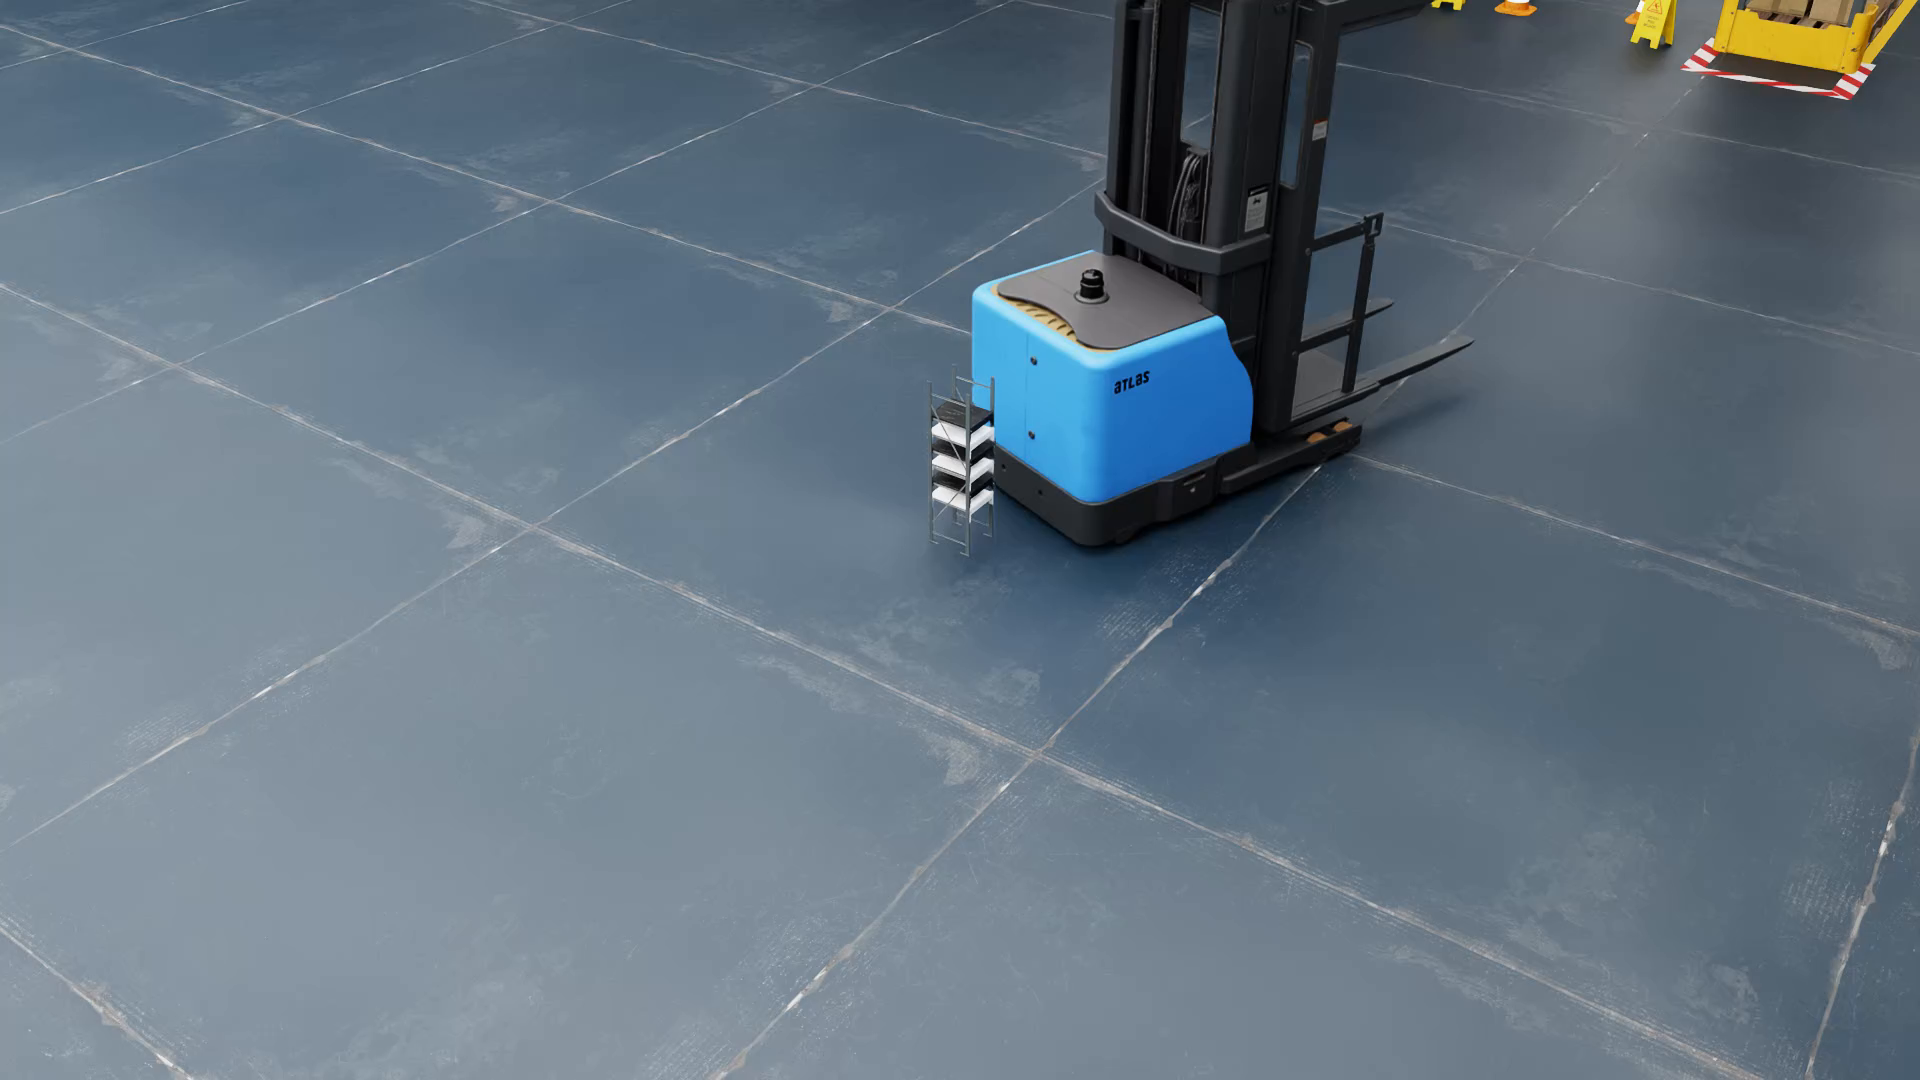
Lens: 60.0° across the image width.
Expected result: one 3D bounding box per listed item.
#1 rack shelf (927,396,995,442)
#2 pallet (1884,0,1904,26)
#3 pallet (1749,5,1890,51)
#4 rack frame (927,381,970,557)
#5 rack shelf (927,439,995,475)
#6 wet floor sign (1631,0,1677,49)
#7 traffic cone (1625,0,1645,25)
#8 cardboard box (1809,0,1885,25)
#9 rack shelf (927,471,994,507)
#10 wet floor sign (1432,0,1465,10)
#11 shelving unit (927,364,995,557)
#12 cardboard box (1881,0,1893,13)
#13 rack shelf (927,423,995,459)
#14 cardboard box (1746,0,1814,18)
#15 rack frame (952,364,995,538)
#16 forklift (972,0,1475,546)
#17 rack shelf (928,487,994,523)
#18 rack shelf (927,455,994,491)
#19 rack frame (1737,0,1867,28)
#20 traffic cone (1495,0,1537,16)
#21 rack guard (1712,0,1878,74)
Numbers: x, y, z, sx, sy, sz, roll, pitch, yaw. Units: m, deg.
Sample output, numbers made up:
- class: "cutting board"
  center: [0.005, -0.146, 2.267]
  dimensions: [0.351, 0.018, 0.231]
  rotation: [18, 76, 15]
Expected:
- class: "rack shelf"
  center: [0.005, -0.573, 7.871]
  dimensions: [0.258, 0.077, 0.200]
  rotation: [21, 39, 28]
- class: "pallet"
  center: [8.367, -5.210, 15.766]
  dimensions: [1.003, 0.211, 1.213]
  rotation: [21, 39, 28]
- class: "pallet"
  center: [7.671, -4.651, 14.939]
  dimensions: [1.003, 0.211, 1.213]
  rotation: [21, 39, 28]
- class: "rack frame"
  center: [-0.053, -0.330, 7.934]
  dimensions: [0.240, 0.900, 0.006]
  rotation: [21, 39, 28]
- class: "rack shelf"
  center: [0.005, -0.423, 7.972]
  dimensions: [0.258, 0.077, 0.200]
  rotation: [21, 39, 28]
- class: "wet floor sign"
  center: [6.148, -4.688, 14.606]
  dimensions: [0.232, 0.644, 0.267]
  rotation: [-22, 40, -29]
- class: "traffic cone"
  center: [6.321, -4.968, 15.183]
  dimensions: [0.336, 0.463, 0.334]
  rotation: [21, 39, 28]
- class: "cardboard box"
  center: [7.823, -4.726, 14.641]
  dimensions: [0.500, 0.250, 0.500]
  rotation: [21, 39, 28]
- class: "rack shelf"
  center: [0.005, -0.274, 8.073]
  dimensions: [0.258, 0.077, 0.200]
  rotation: [21, 39, 28]
- class: "wet floor sign"
  center: [4.622, -5.322, 15.544]
  dimensions: [0.267, 0.644, 0.232]
  rotation: [14, 37, 20]
- class: "shelving unit"
  center: [0.005, -0.376, 8.003]
  dimensions: [0.258, 0.900, 0.210]
  rotation: [21, 39, 28]
- class: "cardboard box"
  center: [8.120, -4.959, 14.985]
  dimensions: [0.500, 0.250, 0.500]
  rotation: [23, 40, 30]
- class: "rack shelf"
  center: [0.005, -0.498, 7.921]
  dimensions: [0.258, 0.077, 0.200]
  rotation: [21, 39, 28]
- class: "cardboard box"
  center: [7.389, -4.912, 14.916]
  dimensions: [0.500, 0.250, 0.500]
  rotation: [21, 39, 28]
- class: "rack frame"
  center: [0.063, -0.423, 8.073]
  dimensions: [0.240, 0.900, 0.006]
  rotation: [21, 39, 28]
- class: "forklift"
  center: [1.538, -1.836, 8.349]
  dimensions: [3.031, 2.935, 1.130]
  rotation: [-22, 40, -29]
- class: "rack shelf"
  center: [0.005, -0.200, 8.123]
  dimensions: [0.258, 0.077, 0.200]
  rotation: [21, 39, 28]
- class: "rack shelf"
  center: [0.005, -0.349, 8.022]
  dimensions: [0.258, 0.077, 0.200]
  rotation: [21, 39, 28]
- class: "rack frame"
  center: [7.136, -5.408, 13.570]
  dimensions: [1.000, 3.000, 0.127]
  rotation: [21, 39, 28]
- class: "traffic cone"
  center: [5.215, -5.166, 15.476]
  dimensions: [0.336, 0.463, 0.334]
  rotation: [21, 39, 28]
- class: "rack guard"
  center: [7.179, -4.408, 14.322]
  dimensions: [1.175, 0.500, 0.348]
  rotation: [21, 39, 28]
